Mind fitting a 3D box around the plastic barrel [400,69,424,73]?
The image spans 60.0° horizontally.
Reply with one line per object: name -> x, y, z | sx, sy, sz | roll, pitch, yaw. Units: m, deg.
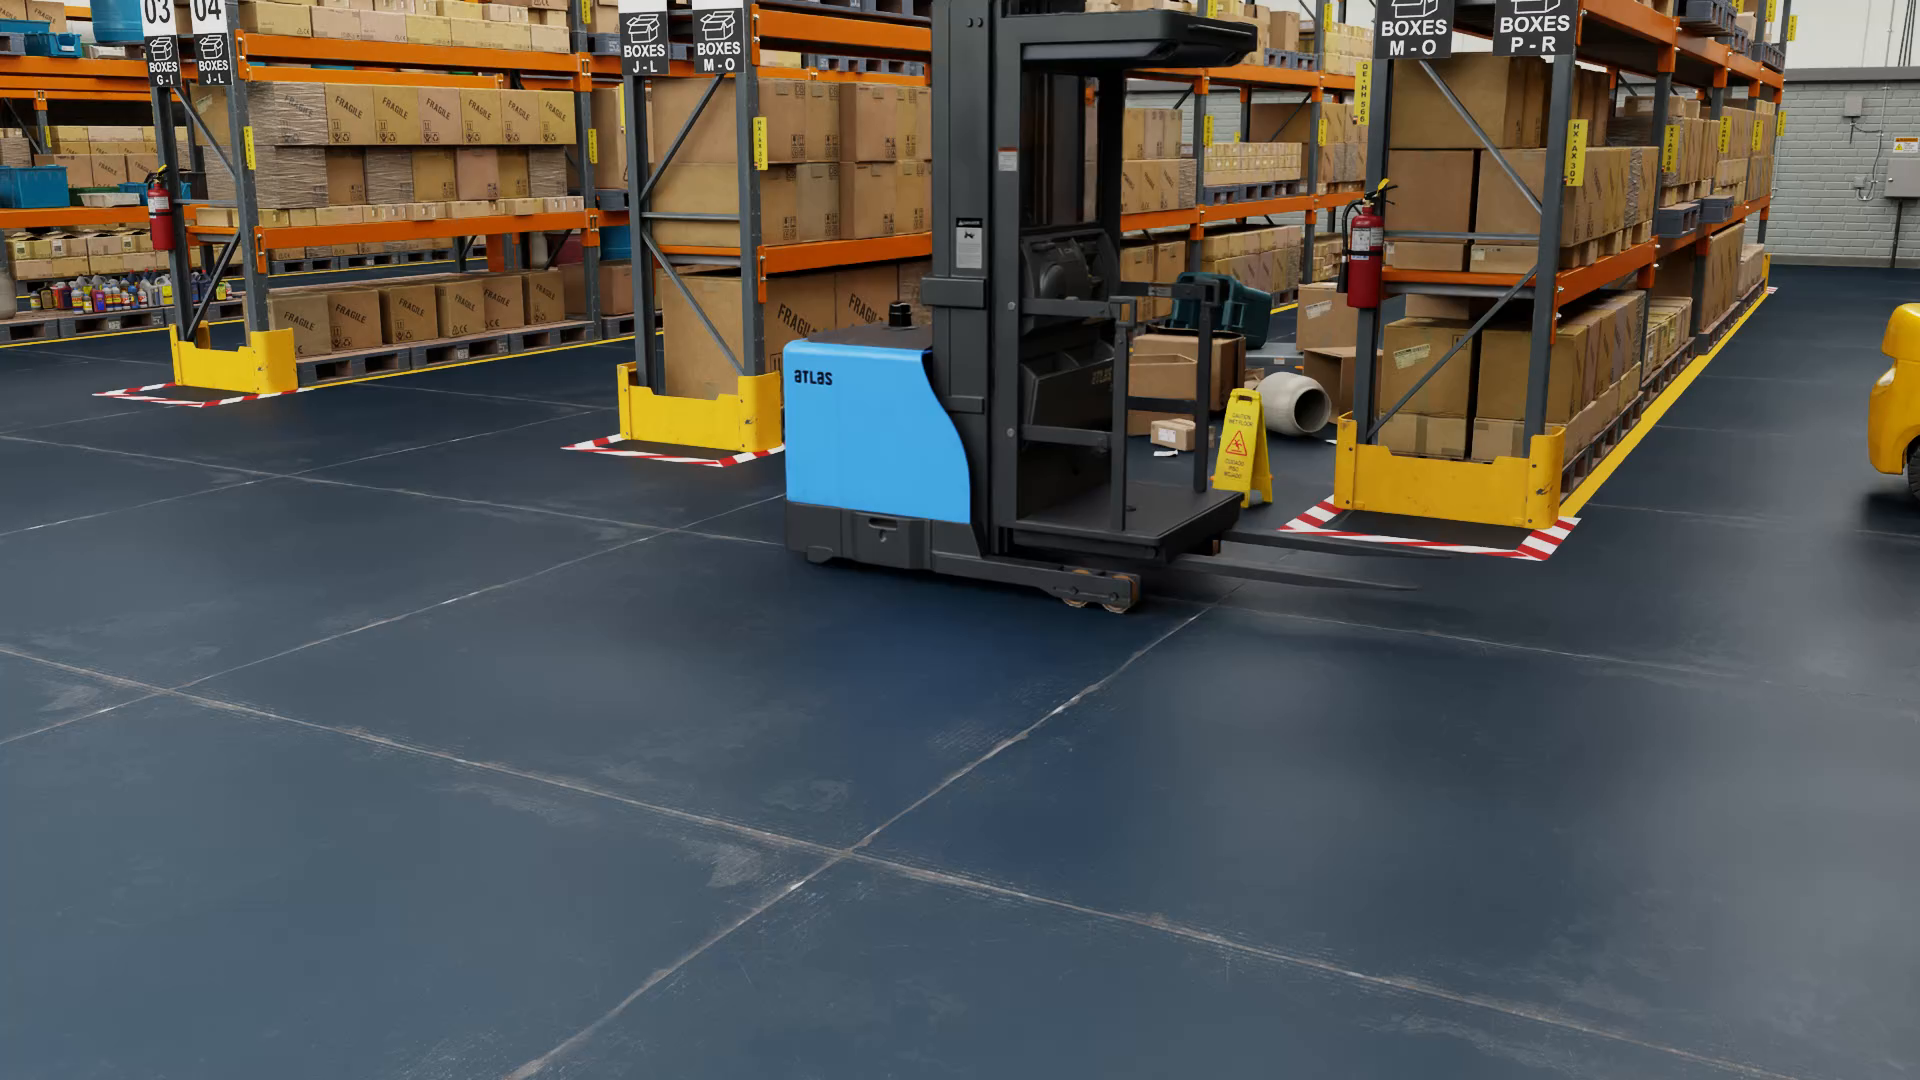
plastic barrel -> -6.928, -6.022, 21.008 | 0.301, 0.262, 0.301 | 0, 14, 0

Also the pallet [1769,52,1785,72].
pallet -> 10.011, -6.138, 21.381 | 1.003, 0.211, 1.213 | 7, 15, 28

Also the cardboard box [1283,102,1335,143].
cardboard box -> 4.476, -5.340, 21.301 | 0.500, 0.500, 0.500 | 8, 16, 29

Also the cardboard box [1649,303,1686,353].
cardboard box -> 5.862, -1.894, 14.702 | 0.950, 0.372, 0.625 | 7, 15, 27

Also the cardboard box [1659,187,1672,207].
cardboard box -> 5.103, -2.574, 12.449 | 0.380, 0.149, 0.250 | 8, 16, 29

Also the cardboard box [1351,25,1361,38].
cardboard box -> 5.075, -6.714, 21.986 | 0.380, 0.149, 0.250 | 8, 16, 31

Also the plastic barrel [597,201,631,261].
plastic barrel -> -5.204, -4.668, 25.079 | 0.600, 0.901, 0.708 | 7, 15, 28

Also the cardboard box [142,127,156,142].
cardboard box -> -14.006, -6.991, 28.642 | 0.500, 0.250, 0.500 | 7, 15, 27

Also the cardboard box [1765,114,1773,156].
cardboard box -> 9.867, -5.073, 20.830 | 0.500, 0.500, 0.500 | 7, 15, 28

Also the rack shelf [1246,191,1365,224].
rack shelf -> 5.012, -4.656, 22.981 | 1.077, 0.370, 4.000 | 7, 15, 28

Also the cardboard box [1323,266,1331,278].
cardboard box -> 4.706, -3.563, 22.101 | 0.380, 0.149, 0.250 | 7, 15, 28

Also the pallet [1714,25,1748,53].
pallet -> 6.758, -4.739, 15.794 | 1.213, 0.211, 1.003 | 8, 16, 31

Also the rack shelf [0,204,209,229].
rack shelf -> -9.418, -3.338, 17.514 | 1.077, 0.370, 4.000 | 7, 15, 28

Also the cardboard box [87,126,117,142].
cardboard box -> -14.486, -6.783, 27.778 | 0.500, 0.250, 0.500 | 7, 15, 27

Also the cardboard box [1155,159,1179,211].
cardboard box -> 1.886, -3.598, 16.846 | 0.500, 0.500, 0.500 | 7, 15, 28

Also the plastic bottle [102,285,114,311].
plastic bottle -> -9.070, -2.572, 17.684 | 0.097, 0.271, 0.097 | 0, 14, 0

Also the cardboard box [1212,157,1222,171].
cardboard box -> 2.650, -4.134, 18.285 | 0.380, 0.149, 0.250 | 8, 16, 31

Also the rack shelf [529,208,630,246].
rack shelf -> -3.149, -3.597, 18.590 | 1.077, 0.370, 4.000 | 7, 15, 28

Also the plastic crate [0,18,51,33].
plastic crate -> -9.727, -5.153, 17.142 | 0.392, 0.384, 0.575 | 7, 15, 28

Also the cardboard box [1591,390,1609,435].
cardboard box -> 3.764, -0.812, 10.473 | 0.500, 0.250, 0.500 | 9, 16, 32

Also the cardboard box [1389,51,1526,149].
cardboard box -> 2.682, -2.402, 9.116 | 0.700, 0.500, 0.500 | 7, 15, 27

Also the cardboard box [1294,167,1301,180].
cardboard box -> 4.026, -4.574, 20.744 | 0.380, 0.149, 0.250 | 7, 15, 27

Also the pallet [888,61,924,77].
pallet -> -0.648, -6.350, 22.480 | 0.805, 0.209, 1.217 | 7, 15, 26

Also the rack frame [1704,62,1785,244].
rack frame -> 10.361, -4.876, 22.359 | 1.000, 3.000, 0.127 | 7, 15, 28

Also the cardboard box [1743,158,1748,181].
cardboard box -> 8.427, -4.107, 18.424 | 0.500, 0.250, 0.500 | 7, 15, 28

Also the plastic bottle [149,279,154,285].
plastic bottle -> -8.861, -2.727, 18.303 | 0.061, 0.283, 0.133 | 7, 15, 28

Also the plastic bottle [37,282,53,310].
plastic bottle -> -9.840, -2.623, 17.871 | 0.061, 0.283, 0.133 | 8, 16, 29

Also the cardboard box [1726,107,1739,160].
cardboard box -> 7.441, -4.050, 16.586 | 0.500, 0.500, 0.500 | 8, 16, 30

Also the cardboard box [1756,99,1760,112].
cardboard box -> 9.177, -5.096, 19.542 | 0.380, 0.149, 0.250 | 7, 15, 28

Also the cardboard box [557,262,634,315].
cardboard box -> -3.800, -2.659, 17.558 | 0.700, 0.500, 0.500 | 6, 15, 24

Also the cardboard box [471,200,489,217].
cardboard box -> -4.610, -3.086, 15.472 | 0.380, 0.149, 0.250 | 7, 15, 28

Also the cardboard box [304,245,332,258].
cardboard box -> -10.133, -4.648, 25.809 | 0.500, 0.500, 0.500 | 7, 15, 26

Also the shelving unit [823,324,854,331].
shelving unit -> -0.557, -0.598, 8.774 | 0.215, 1.050, 0.252 | 8, 16, 31

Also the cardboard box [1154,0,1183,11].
cardboard box -> 1.869, -5.194, 16.359 | 0.500, 0.311, 0.500 | 7, 15, 28

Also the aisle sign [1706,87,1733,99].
aisle sign -> 10.142, -6.187, 22.252 | 0.394, 0.787, 0.004 | 7, 15, 28

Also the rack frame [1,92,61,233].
rack frame -> -15.190, -6.041, 27.192 | 1.000, 3.000, 0.127 | 7, 15, 28

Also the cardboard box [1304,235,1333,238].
cardboard box -> 5.119, -4.287, 23.833 | 0.380, 0.149, 0.250 | 7, 15, 25

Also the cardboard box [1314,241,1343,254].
cardboard box -> 4.958, -3.956, 22.462 | 0.380, 0.149, 0.250 | 8, 16, 29

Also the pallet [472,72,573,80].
pallet -> -6.062, -6.431, 22.811 | 1.003, 0.211, 1.213 | 7, 15, 28

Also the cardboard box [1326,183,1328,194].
cardboard box -> 4.611, -4.616, 21.818 | 0.380, 0.149, 0.250 | 7, 15, 26

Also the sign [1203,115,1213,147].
sign -> 2.599, -4.275, 17.397 | 0.100, 0.325, 0.005 | 7, 15, 28

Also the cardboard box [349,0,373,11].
cardboard box -> -5.174, -4.531, 13.996 | 0.380, 0.149, 0.250 | 7, 15, 28

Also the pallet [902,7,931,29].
pallet -> -0.227, -4.203, 13.355 | 1.003, 0.211, 1.213 | 7, 15, 28

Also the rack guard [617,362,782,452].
rack guard -> -1.768, -0.913, 11.256 | 1.175, 0.500, 0.348 | 7, 15, 28

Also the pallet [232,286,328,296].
pallet -> -8.106, -2.908, 20.145 | 1.003, 0.211, 1.213 | 7, 15, 28

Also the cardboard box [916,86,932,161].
cardboard box -> -0.576, -3.259, 13.027 | 0.875, 0.550, 0.550 | 7, 15, 28

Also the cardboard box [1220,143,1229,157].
cardboard box -> 2.754, -4.324, 18.440 | 0.380, 0.149, 0.250 | 7, 15, 28

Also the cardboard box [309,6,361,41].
cardboard box -> -5.346, -4.278, 13.796 | 0.500, 0.250, 0.500 | 7, 15, 27

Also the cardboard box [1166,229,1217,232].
cardboard box -> 2.706, -3.506, 19.512 | 0.500, 0.250, 0.500 | 8, 16, 29

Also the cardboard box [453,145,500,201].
cardboard box -> -4.813, -3.432, 15.522 | 0.875, 0.500, 0.500 | 7, 15, 28

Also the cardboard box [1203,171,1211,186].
cardboard box -> 2.504, -3.926, 18.057 | 0.380, 0.149, 0.250 | 7, 15, 27

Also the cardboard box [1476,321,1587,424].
cardboard box -> 3.269, -0.965, 9.505 | 0.500, 0.500, 0.500 | 7, 15, 26

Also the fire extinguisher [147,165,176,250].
fire extinguisher -> -6.508, -2.707, 13.528 | 0.296, 0.674, 0.183 | 7, 15, 28

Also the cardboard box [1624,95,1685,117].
cardboard box -> 5.097, -3.183, 12.209 | 0.380, 0.149, 0.250 | 7, 15, 28

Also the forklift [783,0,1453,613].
forklift -> 0.687, -1.249, 7.462 | 3.031, 2.935, 1.130 | 7, 15, 28

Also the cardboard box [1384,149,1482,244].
cardboard box -> 2.647, -1.929, 9.287 | 0.500, 0.500, 0.500 | 7, 15, 27

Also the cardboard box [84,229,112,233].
cardboard box -> -12.105, -4.228, 23.445 | 0.500, 0.311, 0.500 | 7, 15, 27

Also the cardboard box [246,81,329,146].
cardboard box -> -5.545, -3.477, 13.576 | 0.500, 0.500, 0.500 | 7, 15, 28

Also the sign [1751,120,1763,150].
sign -> 8.907, -4.520, 18.582 | 0.100, 0.325, 0.005 | 7, 15, 28

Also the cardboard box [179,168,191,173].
cardboard box -> -11.454, -5.276, 24.207 | 0.500, 0.311, 0.500 | 7, 15, 27
